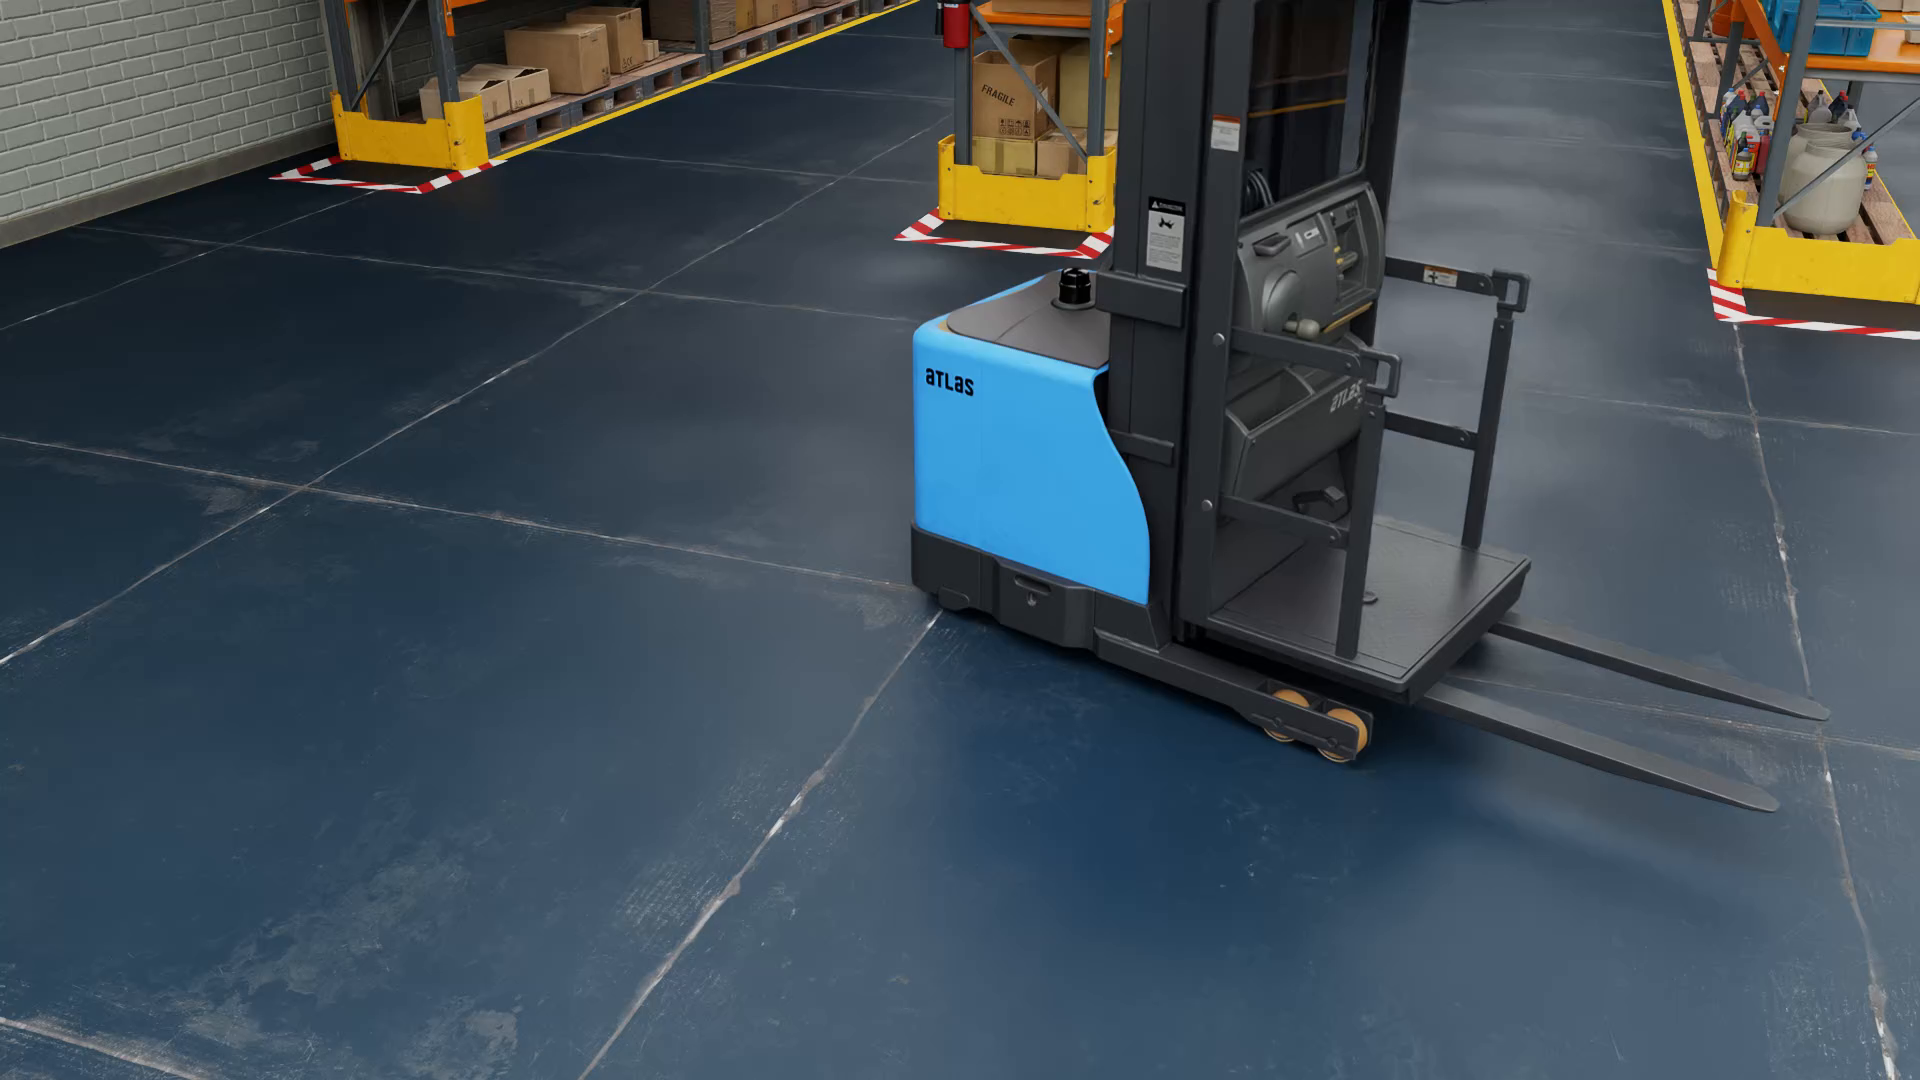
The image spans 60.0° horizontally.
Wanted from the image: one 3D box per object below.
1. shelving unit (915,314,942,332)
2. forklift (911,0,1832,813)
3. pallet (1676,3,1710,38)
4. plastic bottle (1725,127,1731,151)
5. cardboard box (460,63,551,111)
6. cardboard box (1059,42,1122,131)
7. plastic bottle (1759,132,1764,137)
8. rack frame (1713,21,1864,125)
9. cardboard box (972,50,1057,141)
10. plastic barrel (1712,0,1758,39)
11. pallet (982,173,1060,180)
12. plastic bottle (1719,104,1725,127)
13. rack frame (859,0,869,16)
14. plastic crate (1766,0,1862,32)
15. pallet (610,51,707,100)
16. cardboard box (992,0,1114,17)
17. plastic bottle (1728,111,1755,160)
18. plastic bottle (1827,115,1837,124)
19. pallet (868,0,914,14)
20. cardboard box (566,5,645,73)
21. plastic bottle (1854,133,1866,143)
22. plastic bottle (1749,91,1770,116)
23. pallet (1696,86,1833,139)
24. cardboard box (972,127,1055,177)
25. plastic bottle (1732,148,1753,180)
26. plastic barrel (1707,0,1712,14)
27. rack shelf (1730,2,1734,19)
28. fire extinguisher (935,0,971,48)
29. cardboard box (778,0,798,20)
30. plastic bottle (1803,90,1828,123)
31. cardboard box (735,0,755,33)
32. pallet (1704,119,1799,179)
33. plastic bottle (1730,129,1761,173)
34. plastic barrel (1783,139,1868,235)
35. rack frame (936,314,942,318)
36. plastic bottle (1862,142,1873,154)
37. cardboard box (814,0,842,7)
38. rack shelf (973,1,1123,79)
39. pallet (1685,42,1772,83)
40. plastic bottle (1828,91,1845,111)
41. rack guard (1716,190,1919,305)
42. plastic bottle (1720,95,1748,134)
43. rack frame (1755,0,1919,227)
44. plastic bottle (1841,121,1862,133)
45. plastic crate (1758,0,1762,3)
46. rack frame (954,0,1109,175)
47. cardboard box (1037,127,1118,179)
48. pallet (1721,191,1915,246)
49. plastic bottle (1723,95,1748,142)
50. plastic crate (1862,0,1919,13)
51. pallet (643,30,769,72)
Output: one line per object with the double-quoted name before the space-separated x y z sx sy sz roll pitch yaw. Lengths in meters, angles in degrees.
"shelving unit" -0.021 -0.419 6.583 0.258 0.900 0.210 11 28 21
"forklift" 1.293 -0.875 5.193 3.031 2.935 1.130 19 31 33
"pallet" 8.417 -5.664 18.207 1.003 0.211 1.213 9 27 17
"plastic bottle" 5.616 -2.922 12.050 0.097 0.201 0.097 0 26 0
"cardboard box" -3.714 -3.732 13.597 0.500 0.311 0.500 11 28 22
"cardboard box" 1.007 -3.205 11.740 0.500 0.500 0.500 9 27 17
"plastic bottle" 5.657 -2.785 11.766 0.097 0.201 0.097 0 26 0
"rack frame" 6.455 -4.446 12.490 1.000 3.000 0.127 9 27 17
"cardboard box" 0.352 -3.074 11.471 0.500 0.500 0.500 9 27 17
"plastic barrel" 7.933 -5.505 16.687 0.600 0.830 0.708 9 27 17
"pallet" 0.669 -2.587 11.851 1.003 0.211 1.213 9 27 17
"plastic bottle" 5.902 -3.275 12.779 0.097 0.201 0.097 0 26 0
"rack frame" -1.556 -7.526 18.853 1.000 3.000 0.127 9 27 17
"plastic crate" 5.230 -3.250 10.192 0.499 0.251 0.408 9 27 17
"pallet" -3.078 -4.346 15.485 1.003 0.211 1.213 9 27 17
"cardboard box" 0.622 -3.757 10.953 0.700 0.500 0.500 9 27 17
"plastic bottle" 5.529 -2.851 11.732 0.144 0.351 0.185 10 28 20
"plastic bottle" 6.236 -2.908 11.925 0.061 0.283 0.133 9 27 17
"pallet" -1.223 -6.584 20.107 1.003 0.211 1.213 9 27 17
"cardboard box" -3.195 -4.523 15.014 0.500 0.500 0.500 7 27 14
"plastic bottle" 6.168 -2.654 11.415 0.097 0.271 0.097 0 26 0
"plastic bottle" 5.931 -3.159 12.368 0.144 0.351 0.185 9 27 17
"pallet" 6.680 -3.519 13.776 1.003 0.211 1.213 9 27 17
"cardboard box" 0.354 -2.737 11.633 0.500 0.250 0.500 9 27 17
"plastic bottle" 5.322 -2.559 11.299 0.097 0.201 0.097 0 26 0
"plastic barrel" 8.309 -5.861 17.698 0.600 0.588 0.708 9 27 17
"rack shelf" 7.121 -4.944 14.345 1.077 0.370 4.000 9 27 17
"fire extinguisher" -0.023 -3.506 10.638 0.296 0.674 0.183 9 27 17
"cardboard box" -2.166 -5.893 17.842 0.700 0.500 0.500 9 27 17
"plastic bottle" 6.377 -3.166 12.382 0.144 0.351 0.185 9 27 17
"cardboard box" -2.534 -5.480 16.990 0.700 0.500 0.500 8 27 16
"pallet" 6.192 -2.921 12.541 1.003 0.211 1.213 9 27 17
"plastic bottle" 5.431 -2.692 11.489 0.152 0.276 0.135 9 27 18
"plastic barrel" 5.271 -2.153 10.127 0.421 0.512 0.421 0 26 0
"rack frame" 0.019 -0.460 6.667 0.240 0.900 0.006 11 28 21
"plastic bottle" 6.114 -2.568 11.224 0.061 0.283 0.133 9 27 18
"cardboard box" -1.747 -6.296 18.675 0.700 0.500 0.500 9 27 18
"rack shelf" 1.120 -4.020 12.436 1.077 0.370 4.000 9 27 17
"pallet" 7.492 -4.522 15.847 1.003 0.211 1.213 9 27 17
"plastic bottle" 6.512 -3.145 12.339 0.144 0.351 0.185 8 27 16
"rack guard" 5.105 -1.715 9.719 1.175 0.500 0.348 9 27 17
"plastic bottle" 5.854 -3.214 12.566 0.152 0.276 0.135 10 27 19
"rack frame" 5.124 -2.802 9.095 1.000 3.000 0.127 9 27 17
"plastic bottle" 6.283 -2.834 11.781 0.152 0.276 0.135 9 27 18
"plastic crate" 5.737 -3.834 11.469 0.450 0.188 0.662 9 27 17
"rack frame" 0.454 -3.522 10.582 1.000 3.000 0.127 9 27 17
"cardboard box" 0.842 -2.662 11.478 0.500 0.250 0.500 9 27 17
"pallet" 5.380 -1.918 10.470 1.003 0.211 1.213 9 27 17
"plastic bottle" 5.732 -3.103 12.251 0.144 0.351 0.185 8 27 15
"plastic crate" 6.154 -3.623 11.094 0.530 0.136 0.437 9 27 17
"pallet" -2.630 -4.948 16.727 1.003 0.211 1.213 9 27 17
